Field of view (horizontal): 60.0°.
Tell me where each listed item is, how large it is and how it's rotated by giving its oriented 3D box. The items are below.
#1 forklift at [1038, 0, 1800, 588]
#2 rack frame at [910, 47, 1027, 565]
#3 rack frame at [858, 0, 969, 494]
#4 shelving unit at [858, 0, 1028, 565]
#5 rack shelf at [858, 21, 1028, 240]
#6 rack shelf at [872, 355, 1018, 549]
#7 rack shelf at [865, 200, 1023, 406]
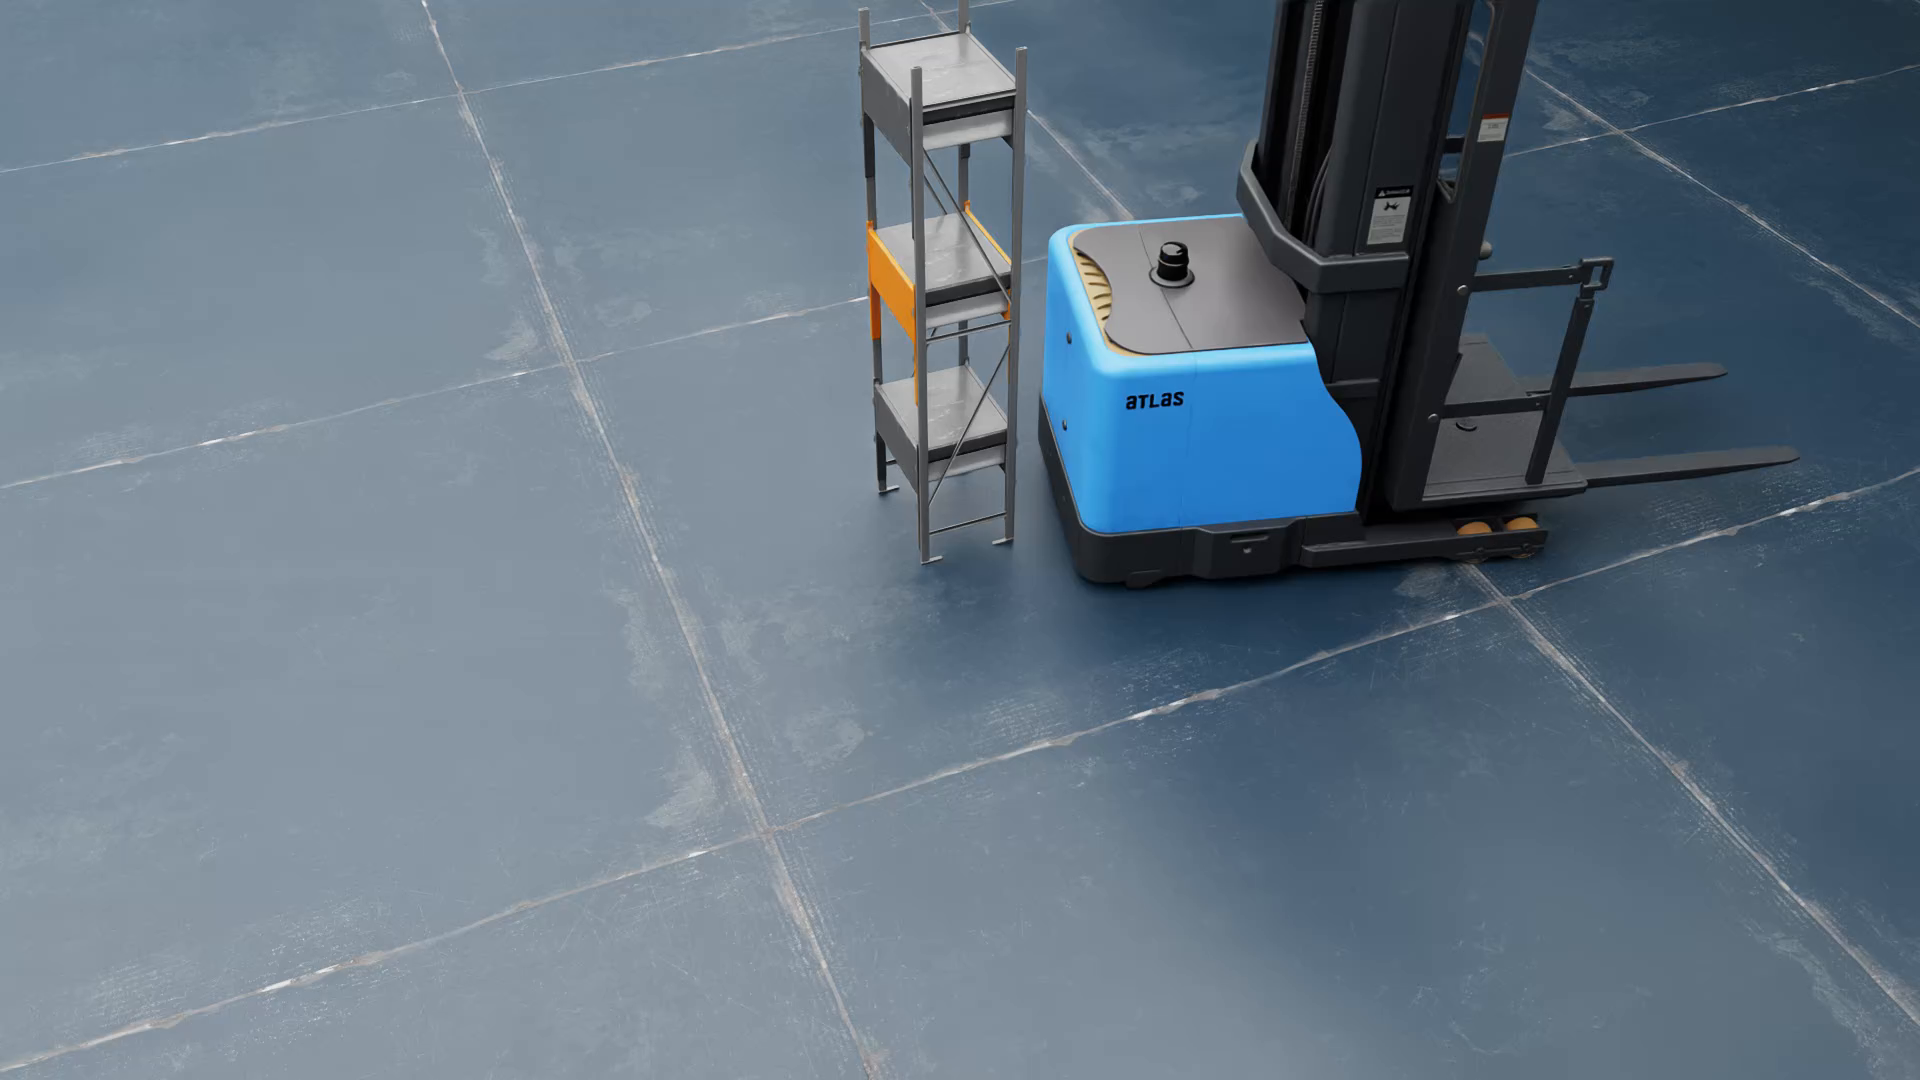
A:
[{"bbox_3d":[1.894,-1.357,6.080,3.031,2.935,1.130,-5,41,-6],"label":"forklift"},{"bbox_3d":[0.030,-0.749,6.010,0.400,2.100,0.015,-15,43,-17],"label":"rack frame"},{"bbox_3d":[-0.157,-1.043,6.352,0.400,2.100,0.015,-15,43,-17],"label":"rack frame"},{"bbox_3d":[-0.063,-0.896,6.181,0.431,2.100,0.503,-15,43,-17],"label":"shelving unit"},{"bbox_3d":[-0.063,-1.416,5.734,0.431,0.518,0.480,-15,43,-17],"label":"rack shelf"},{"bbox_3d":[-0.063,-0.355,6.647,0.431,0.518,0.480,-15,43,-17],"label":"rack shelf"},{"bbox_3d":[-0.063,-0.885,6.190,0.431,0.518,0.480,-15,43,-17],"label":"rack shelf"}]
